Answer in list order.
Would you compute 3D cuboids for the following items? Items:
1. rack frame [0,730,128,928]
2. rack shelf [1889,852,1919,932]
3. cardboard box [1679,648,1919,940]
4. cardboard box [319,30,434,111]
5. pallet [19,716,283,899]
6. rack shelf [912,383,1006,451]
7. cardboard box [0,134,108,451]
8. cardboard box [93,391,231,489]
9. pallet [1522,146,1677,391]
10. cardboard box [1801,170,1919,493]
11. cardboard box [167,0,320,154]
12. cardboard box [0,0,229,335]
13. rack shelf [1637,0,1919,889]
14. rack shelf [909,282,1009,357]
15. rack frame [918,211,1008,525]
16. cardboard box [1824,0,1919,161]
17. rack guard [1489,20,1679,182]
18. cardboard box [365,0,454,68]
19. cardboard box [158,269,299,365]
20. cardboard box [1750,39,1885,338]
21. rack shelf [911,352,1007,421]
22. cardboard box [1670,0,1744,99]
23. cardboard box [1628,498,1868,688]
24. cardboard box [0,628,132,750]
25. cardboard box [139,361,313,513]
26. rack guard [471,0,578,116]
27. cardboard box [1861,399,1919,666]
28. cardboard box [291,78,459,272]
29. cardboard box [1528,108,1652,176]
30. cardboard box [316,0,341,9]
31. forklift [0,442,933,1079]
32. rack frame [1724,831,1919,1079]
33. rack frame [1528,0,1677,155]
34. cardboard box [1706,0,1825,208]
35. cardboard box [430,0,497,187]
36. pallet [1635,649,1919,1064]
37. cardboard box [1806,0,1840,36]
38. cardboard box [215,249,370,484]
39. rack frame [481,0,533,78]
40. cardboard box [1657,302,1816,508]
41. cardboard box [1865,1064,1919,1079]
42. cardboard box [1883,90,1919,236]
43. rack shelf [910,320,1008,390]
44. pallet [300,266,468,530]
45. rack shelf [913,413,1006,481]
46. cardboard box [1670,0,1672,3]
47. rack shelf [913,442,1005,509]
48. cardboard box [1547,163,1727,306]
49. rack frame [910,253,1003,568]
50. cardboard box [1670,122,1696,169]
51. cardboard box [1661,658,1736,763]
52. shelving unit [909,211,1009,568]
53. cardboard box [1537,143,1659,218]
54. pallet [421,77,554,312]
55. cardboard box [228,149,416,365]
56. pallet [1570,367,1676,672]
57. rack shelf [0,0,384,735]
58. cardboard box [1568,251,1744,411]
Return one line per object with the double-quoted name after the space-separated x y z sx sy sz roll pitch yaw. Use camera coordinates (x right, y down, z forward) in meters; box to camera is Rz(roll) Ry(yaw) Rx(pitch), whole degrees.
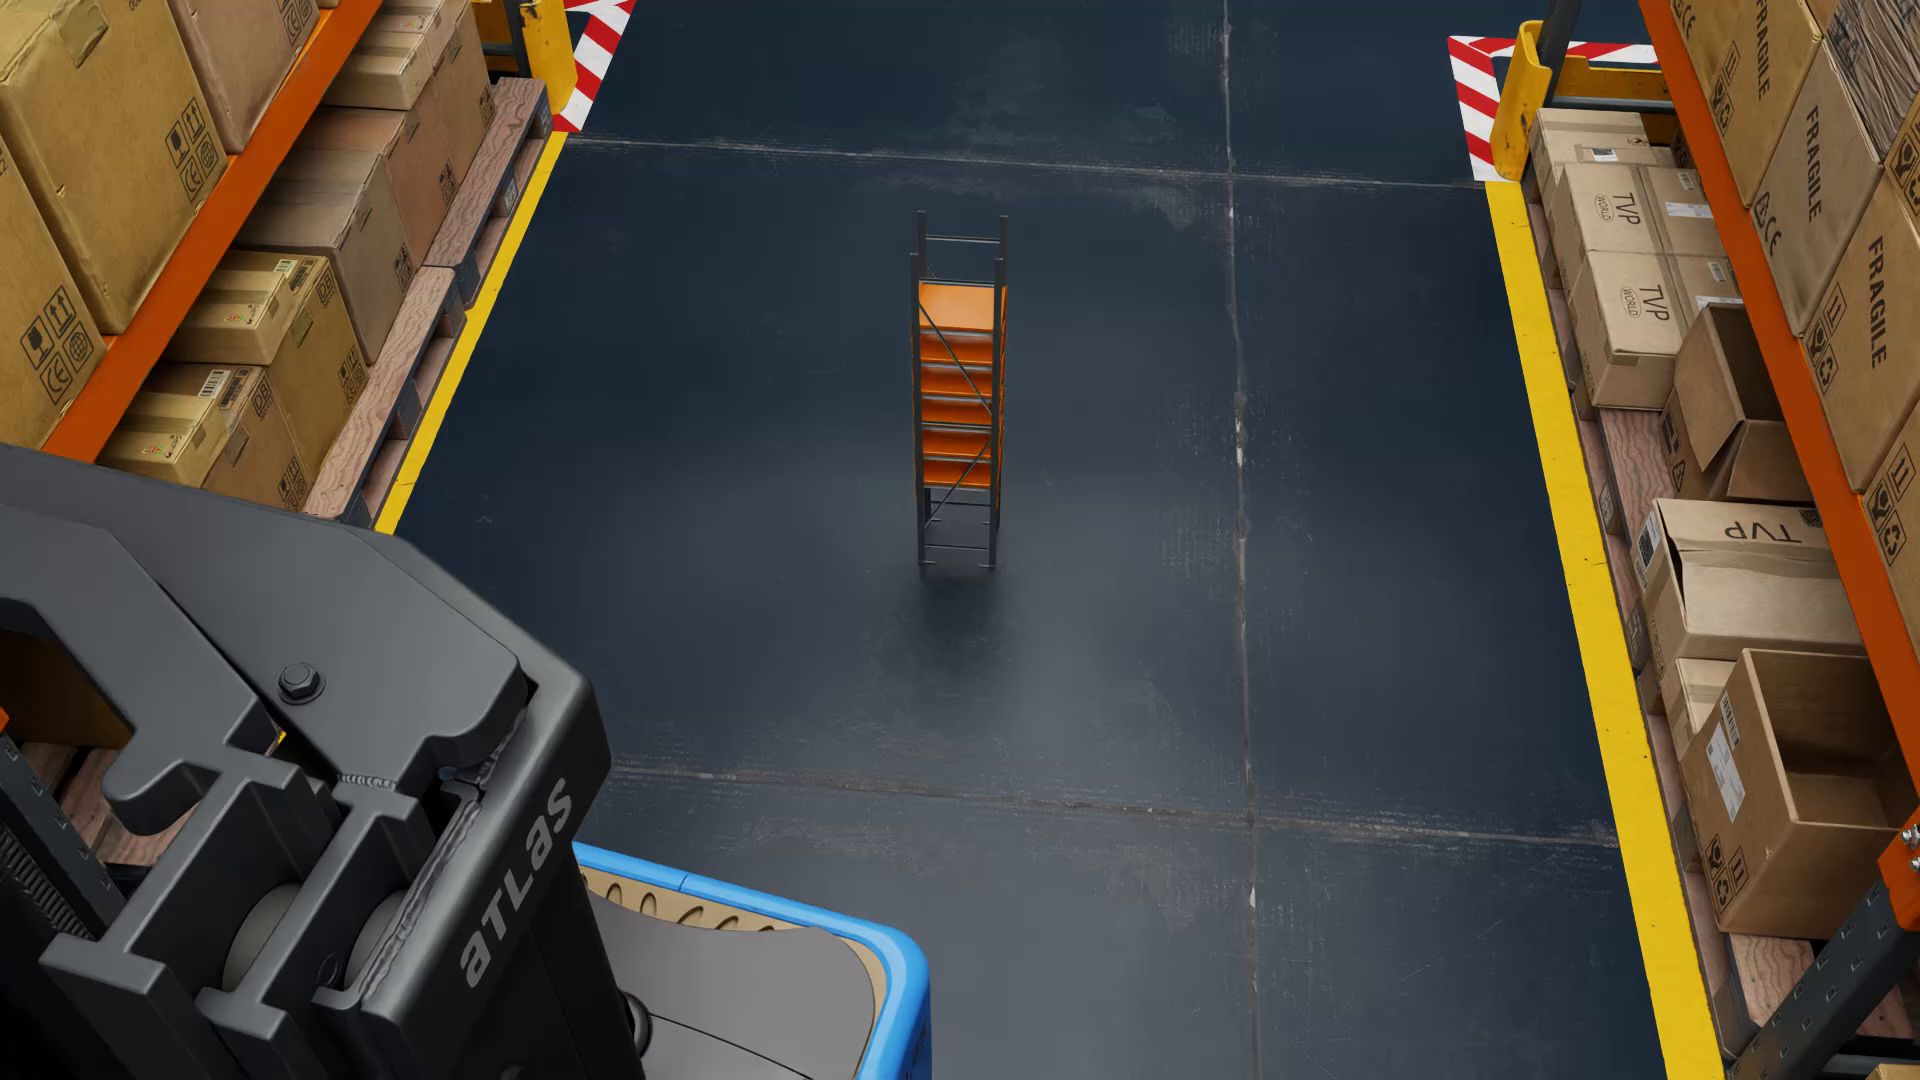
-2.575 0.039 3.182 1.000 3.000 0.127 4 48 4 "rack frame"
2.176 2.082 1.801 1.077 0.370 4.000 4 48 4 "rack shelf"
2.128 0.627 4.040 0.500 0.500 0.500 4 48 4 "cardboard box"
-2.028 -1.602 5.652 0.380 0.149 0.250 5 48 5 "cardboard box"
-2.428 0.427 4.717 1.003 0.211 1.213 4 48 4 "pallet"
-0.001 -0.364 4.830 0.258 0.103 0.180 4 48 4 "rack shelf"
-2.510 -0.460 3.434 0.980 0.700 0.700 5 48 4 "cardboard box"
-2.192 -0.260 4.425 0.380 0.149 0.250 5 48 5 "cardboard box"
2.644 -0.987 6.010 1.003 0.211 1.213 4 48 4 "pallet"
2.194 -0.428 3.541 0.500 0.500 0.500 5 48 5 "cardboard box"
-2.381 -1.531 4.414 0.980 0.700 0.700 2 48 2 "cardboard box"
-2.438 -0.996 3.925 0.980 0.700 0.700 3 48 3 "cardboard box"
2.540 -0.858 4.489 1.077 0.370 4.000 4 48 4 "rack shelf"
-0.001 -0.607 4.565 0.258 0.103 0.180 4 48 4 "rack shelf"
0.007 -0.462 4.859 0.240 1.200 0.006 4 48 4 "rack frame"
2.236 -1.138 3.512 0.500 0.500 0.500 4 48 4 "cardboard box"
2.716 -1.670 6.439 1.175 0.500 0.348 4 48 4 "rack guard"
-2.005 -1.790 5.824 0.380 0.149 0.250 3 48 3 "cardboard box"
-2.145 -0.644 4.776 0.380 0.149 0.250 3 48 2 "cardboard box"
2.238 -0.806 3.886 0.500 0.500 0.500 5 48 4 "cardboard box"
-0.001 -0.445 4.742 0.258 0.103 0.180 4 48 4 "rack shelf"
2.329 -1.547 4.565 0.500 0.500 0.500 4 48 3 "cardboard box"
2.196 0.139 4.614 0.500 0.311 0.500 4 48 4 "cardboard box"
-2.405 0.198 4.445 0.700 0.500 0.500 4 48 4 "cardboard box"
-2.356 -0.171 4.783 0.700 0.500 0.500 3 48 3 "cardboard box"
-2.209 -2.074 6.808 1.175 0.500 0.348 4 48 4 "rack guard"
2.148 -0.049 3.194 0.500 0.500 0.500 5 48 4 "cardboard box"
-2.220 -1.310 5.824 0.700 0.500 0.500 4 48 3 "cardboard box"
2.342 -1.472 6.197 0.380 0.149 0.250 4 48 4 "cardboard box"
-2.302 -2.091 4.926 0.980 0.700 0.700 4 48 3 "cardboard box"
-0.955 1.423 1.962 1.130 2.935 3.031 13 49 11 "forklift"
2.358 0.369 2.879 1.000 3.000 0.127 4 48 4 "rack frame"
2.723 -2.570 5.568 1.000 3.000 0.127 4 48 4 "rack frame"
2.282 -1.180 4.229 0.500 0.500 0.500 4 48 4 "cardboard box"
-2.175 -1.677 6.161 0.700 0.500 0.500 4 48 4 "cardboard box"
2.422 0.806 4.370 1.003 0.211 1.213 4 48 4 "pallet"
2.284 -1.508 3.851 0.500 0.500 0.500 3 48 3 "cardboard box"
-2.307 -0.548 5.128 0.700 0.500 0.500 5 48 4 "cardboard box"
-2.211 -2.900 5.870 1.000 3.000 0.127 4 48 4 "rack frame"
2.524 -0.317 4.901 0.797 0.503 0.637 4 48 4 "cardboard box"
2.071 1.404 3.329 0.500 0.500 0.500 2 48 2 "cardboard box"
2.190 -0.767 3.174 0.500 0.500 0.500 3 48 3 "cardboard box"
-0.001 -0.526 4.653 0.258 0.103 0.180 4 48 4 "rack shelf"
-2.319 -0.472 5.539 1.003 0.211 1.213 4 48 4 "pallet"
-0.001 -0.283 4.919 0.258 0.103 0.180 4 48 4 "rack shelf"
2.378 -1.916 4.902 0.500 0.500 0.500 3 48 3 "cardboard box"
-0.001 -0.202 5.007 0.258 0.103 0.180 4 48 4 "rack shelf"
2.345 -1.043 5.736 0.500 0.250 0.500 4 48 4 "cardboard box"
-0.010 -0.327 4.736 0.240 1.200 0.006 4 48 4 "rack frame"
2.918 -1.459 5.947 0.500 0.500 0.500 4 48 4 "cardboard box"
2.102 0.466 4.425 0.380 0.149 0.250 4 48 4 "cardboard box"
-0.001 -0.394 4.798 0.258 1.200 0.189 4 48 4 "shelving unit"
2.319 -1.294 6.023 0.380 0.166 0.250 4 48 4 "cardboard box"
-2.206 -1.366 6.357 1.003 0.211 1.213 4 48 4 "pallet"
-2.266 -0.940 5.486 0.700 0.500 0.500 2 48 2 "cardboard box"
2.530 -0.093 5.192 1.003 0.211 1.213 4 48 4 "pallet"
-2.393 -1.188 4.791 1.077 0.370 4.000 4 48 4 "rack shelf"
2.299 -0.675 5.400 0.500 0.250 0.500 4 48 4 "cardboard box"
